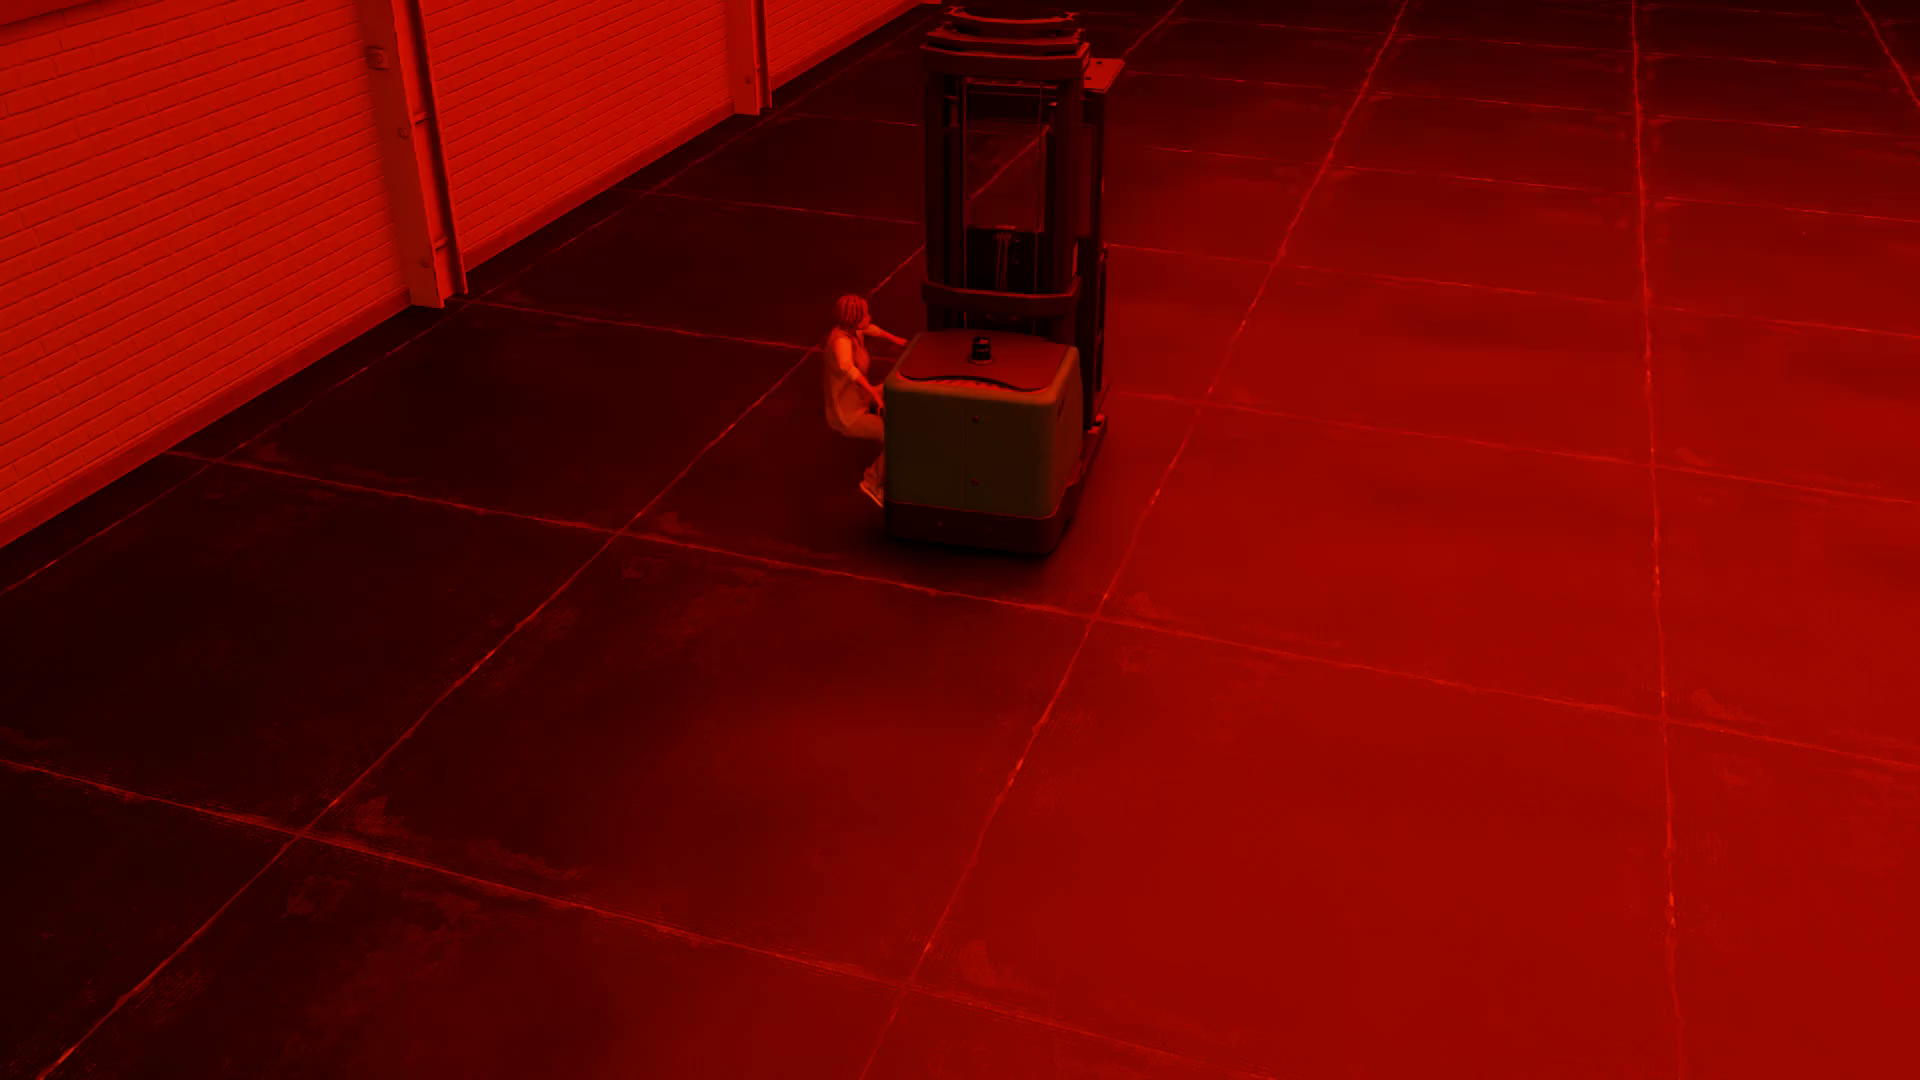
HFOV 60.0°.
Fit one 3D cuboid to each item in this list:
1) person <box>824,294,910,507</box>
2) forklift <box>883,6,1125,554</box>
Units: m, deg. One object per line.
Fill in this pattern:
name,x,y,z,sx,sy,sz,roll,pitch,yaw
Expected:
person,-0.457,-0.851,10.102,0.729,1.349,0.963,0,30,0
forklift,0.388,-1.906,10.480,1.130,2.935,3.031,7,30,12
